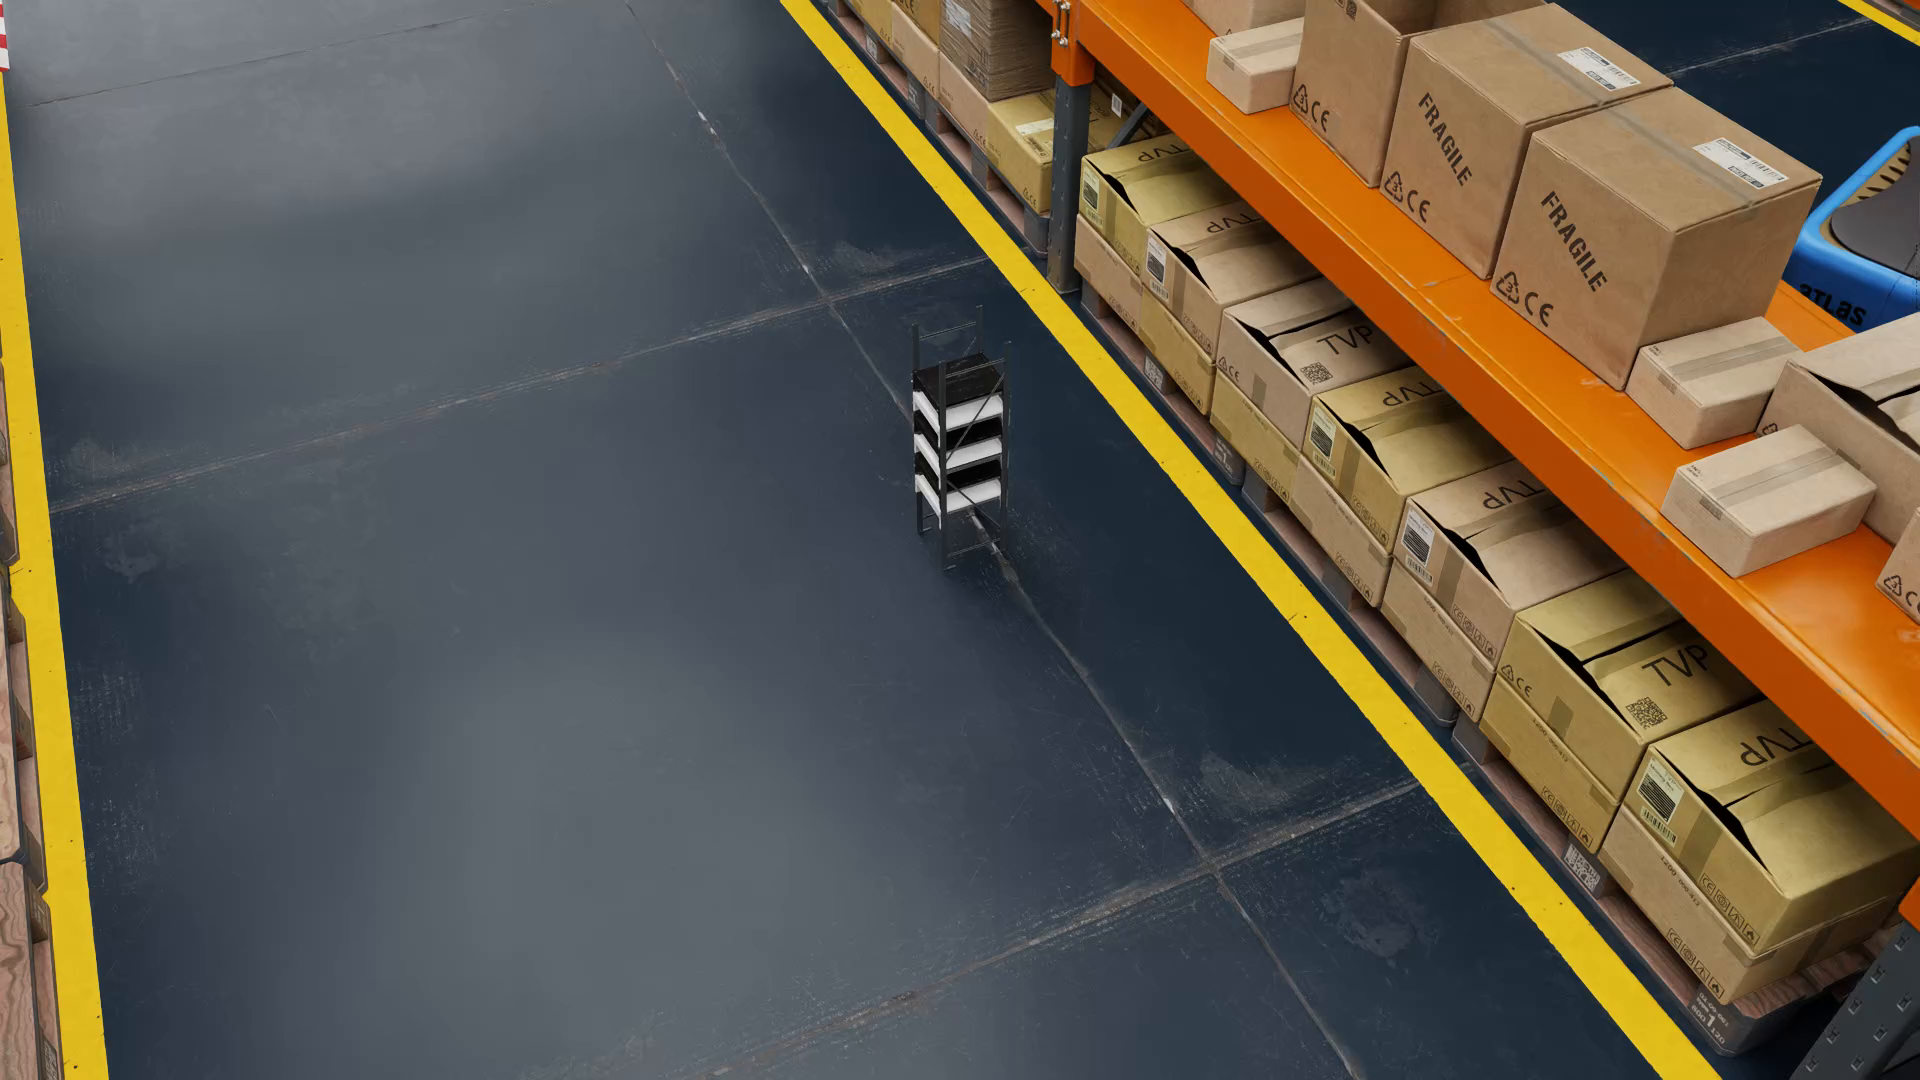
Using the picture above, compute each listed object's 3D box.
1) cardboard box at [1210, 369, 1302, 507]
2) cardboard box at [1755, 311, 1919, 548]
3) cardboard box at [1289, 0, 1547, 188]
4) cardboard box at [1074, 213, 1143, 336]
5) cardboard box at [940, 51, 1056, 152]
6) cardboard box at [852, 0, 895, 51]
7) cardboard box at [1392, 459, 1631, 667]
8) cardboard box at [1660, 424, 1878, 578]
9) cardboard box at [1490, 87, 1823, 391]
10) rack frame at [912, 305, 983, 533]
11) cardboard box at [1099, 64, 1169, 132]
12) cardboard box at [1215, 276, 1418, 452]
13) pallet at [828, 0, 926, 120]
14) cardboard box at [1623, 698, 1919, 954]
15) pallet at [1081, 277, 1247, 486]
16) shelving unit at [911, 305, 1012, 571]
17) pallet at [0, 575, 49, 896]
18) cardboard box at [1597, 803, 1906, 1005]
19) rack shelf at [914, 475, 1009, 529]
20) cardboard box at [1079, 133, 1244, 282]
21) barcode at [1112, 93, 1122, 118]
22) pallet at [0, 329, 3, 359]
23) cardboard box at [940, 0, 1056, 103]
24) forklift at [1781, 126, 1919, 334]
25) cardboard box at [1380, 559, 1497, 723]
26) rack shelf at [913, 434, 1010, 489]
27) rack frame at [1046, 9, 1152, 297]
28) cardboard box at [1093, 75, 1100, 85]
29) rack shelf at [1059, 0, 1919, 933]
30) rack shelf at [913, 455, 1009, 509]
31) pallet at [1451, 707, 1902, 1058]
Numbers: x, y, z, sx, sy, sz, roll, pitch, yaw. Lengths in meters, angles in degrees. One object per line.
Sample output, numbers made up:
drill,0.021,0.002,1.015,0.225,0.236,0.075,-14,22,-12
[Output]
cardboard box,1.213,-0.427,5.706,0.500,0.250,0.500,-19,48,-19
cardboard box,2.316,-0.288,3.970,0.500,0.311,0.500,-19,48,-18
cardboard box,1.364,-1.447,5.010,0.500,0.500,0.500,-15,47,-15
cardboard box,0.779,-1.082,6.370,0.500,0.250,0.500,-19,48,-18
cardboard box,0.240,-1.965,7.264,0.500,0.250,0.500,-18,47,-17
cardboard box,-0.195,-2.598,7.906,0.500,0.250,0.500,-18,47,-17
cardboard box,1.638,0.024,4.849,0.500,0.311,0.500,-18,47,-18
cardboard box,1.887,-0.095,3.889,0.380,0.149,0.250,-18,47,-17
cardboard box,1.796,-0.793,4.346,0.500,0.500,0.500,-20,48,-20
rack frame,-0.039,-0.380,5.494,0.240,0.900,0.006,-18,47,-17
cardboard box,0.923,-2.067,6.834,0.500,0.500,0.500,-18,47,-17
cardboard box,1.206,-0.625,5.507,0.500,0.311,0.500,-20,48,-19
pallet,0.021,-2.547,8.181,1.003,0.211,1.213,-18,47,-17
cardboard box,2.072,0.676,4.189,0.500,0.311,0.500,-17,47,-16
pallet,1.179,-0.791,6.401,1.003,0.211,1.213,-18,47,-17
shelving unit,0.003,-0.315,5.429,0.258,0.900,0.210,-18,47,-17
pallet,-3.296,0.700,4.890,1.003,0.211,1.213,-18,47,-17
cardboard box,2.073,0.873,4.388,0.500,0.250,0.500,-17,47,-16
rack shelf,0.003,-0.163,5.579,0.258,0.077,0.200,-18,47,-17
cardboard box,0.782,-1.275,6.166,0.500,0.311,0.500,-18,47,-17
barcode,0.564,-1.565,5.983,0.001,0.075,0.075,-18,47,-17
pallet,-4.423,-1.007,6.621,1.003,0.211,1.213,-18,47,-17
cardboard box,0.241,-2.232,7.002,0.500,0.500,0.500,-18,47,-17
forklift,3.996,-0.755,4.428,3.031,2.935,1.130,34,54,30
cardboard box,1.645,0.225,5.045,0.500,0.250,0.500,-17,47,-17
rack shelf,0.003,-0.291,5.452,0.258,0.077,0.200,-18,47,-17
rack frame,0.834,-2.242,5.886,1.000,3.000,0.127,-18,47,-17
cardboard box,0.709,-2.118,7.419,0.500,0.250,0.500,-18,47,-17
rack shelf,1.675,-0.711,4.847,1.077,0.370,4.000,-18,47,-17
rack shelf,0.003,-0.227,5.515,0.258,0.077,0.200,-18,47,-17
pallet,2.205,0.764,4.826,1.003,0.211,1.213,-18,47,-17
